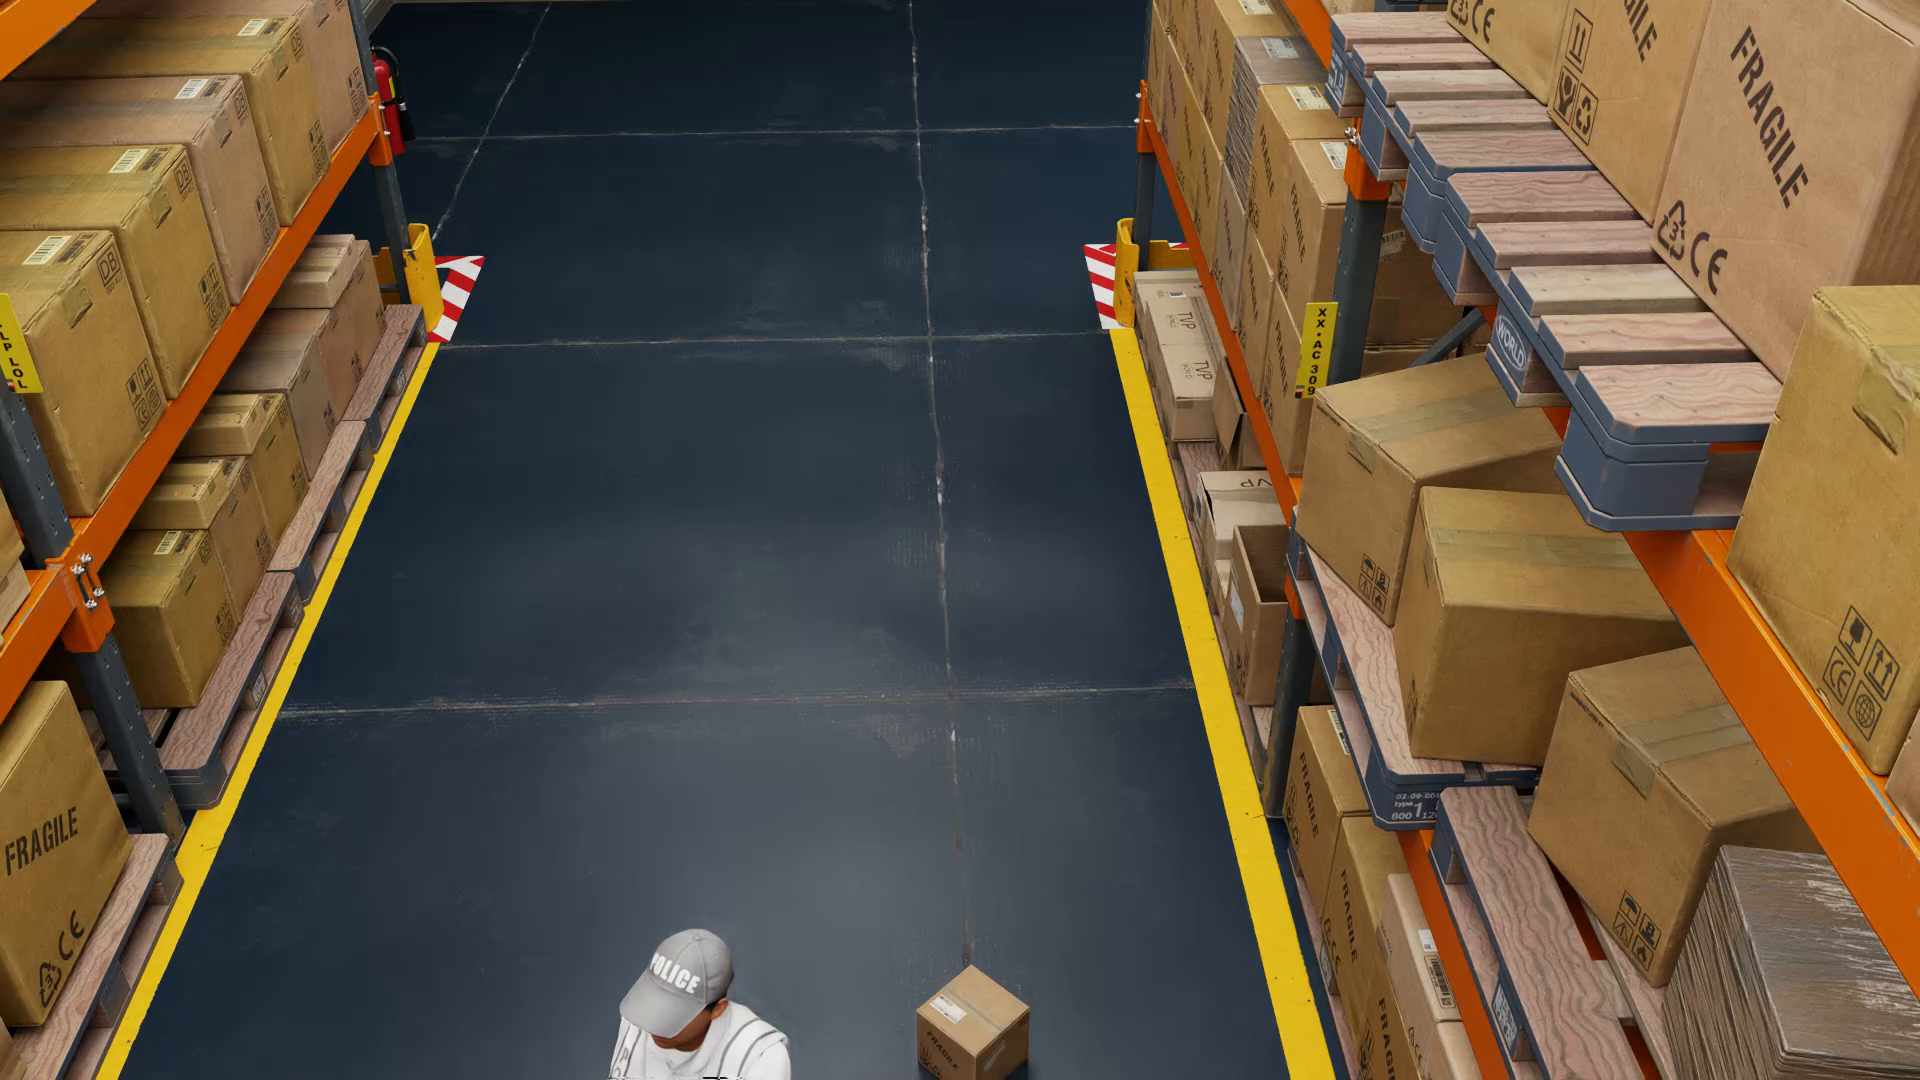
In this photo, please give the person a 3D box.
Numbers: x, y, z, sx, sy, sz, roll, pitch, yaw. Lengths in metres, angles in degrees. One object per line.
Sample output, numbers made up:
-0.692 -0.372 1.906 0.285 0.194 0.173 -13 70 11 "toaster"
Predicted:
-0.596 1.550 3.961 0.478 1.606 0.999 11 37 15 "person"
